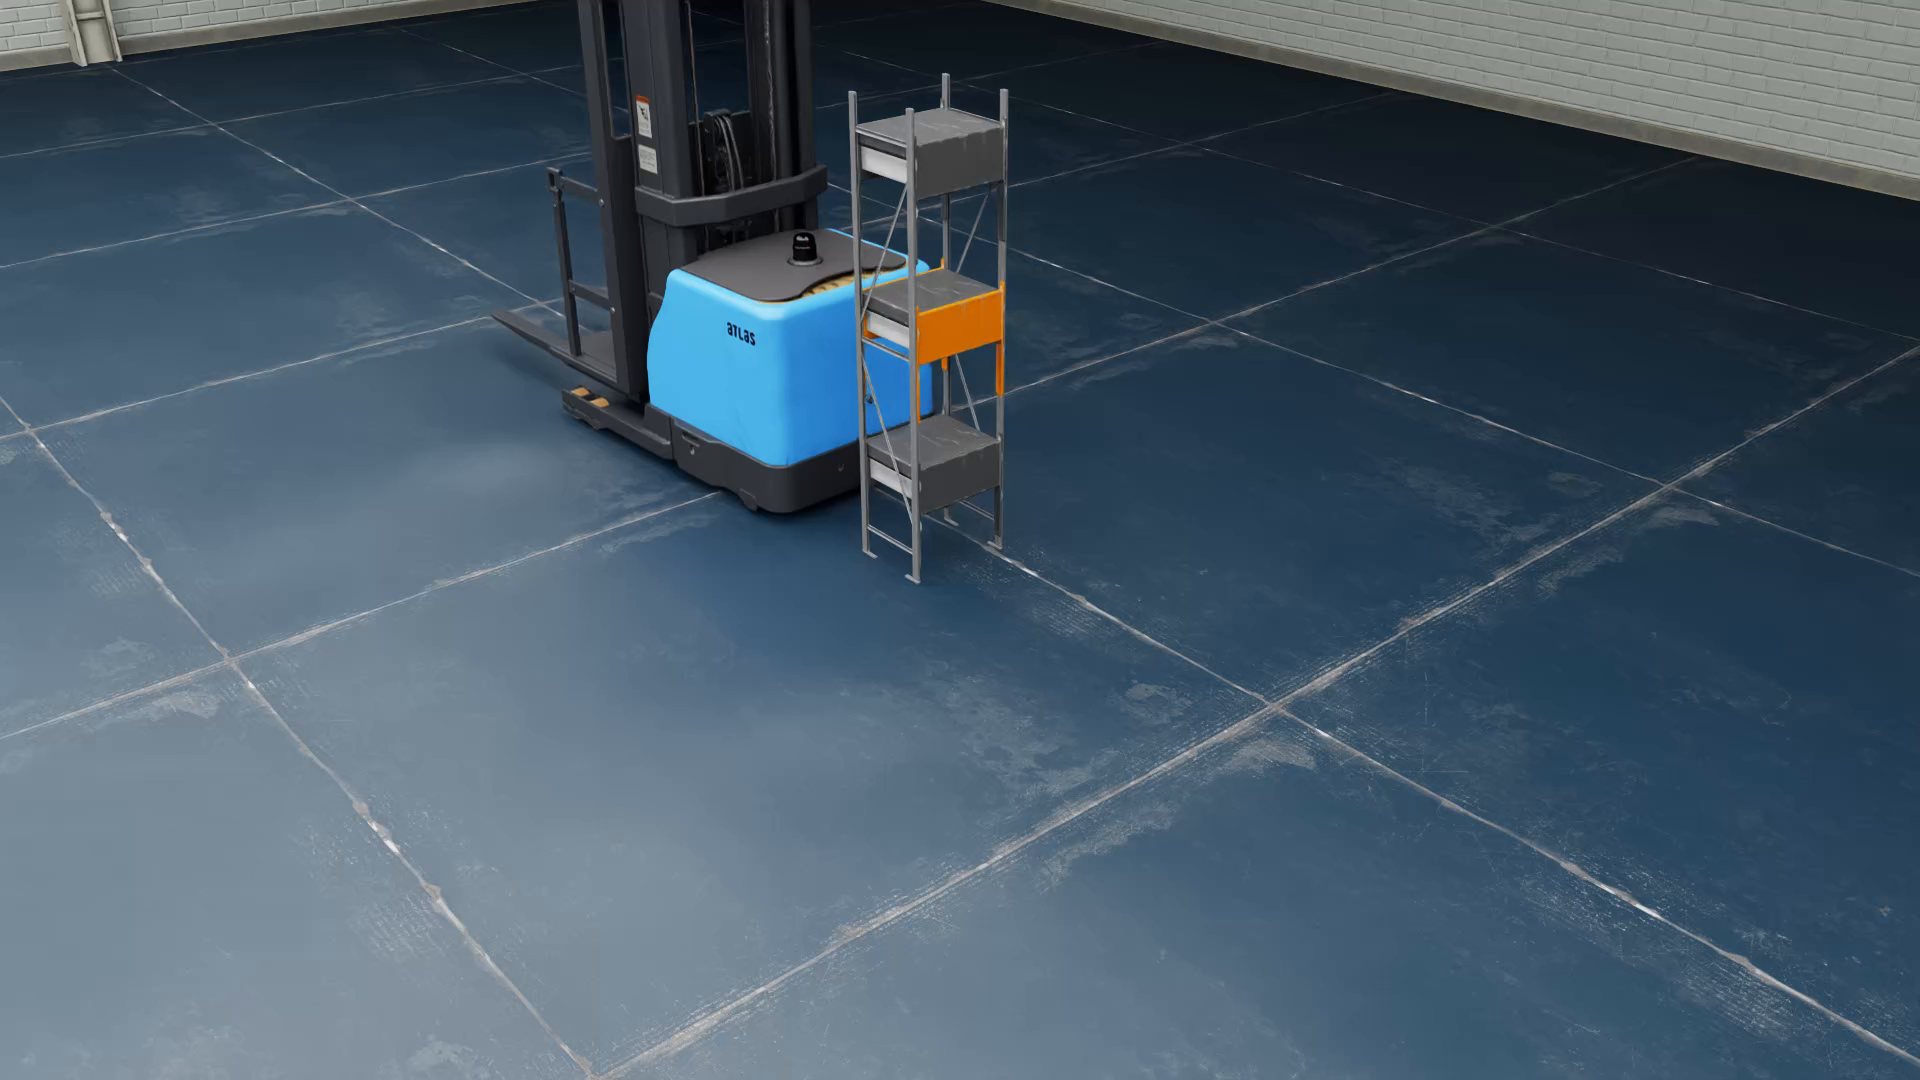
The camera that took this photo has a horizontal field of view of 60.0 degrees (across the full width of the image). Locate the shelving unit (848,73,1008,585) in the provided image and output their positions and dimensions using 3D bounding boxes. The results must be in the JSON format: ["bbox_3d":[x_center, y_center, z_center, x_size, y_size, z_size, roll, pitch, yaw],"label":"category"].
[{"bbox_3d":[-0.126,-0.875,7.160,0.503,2.100,0.431,-22,35,-35],"label":"shelving unit"}]

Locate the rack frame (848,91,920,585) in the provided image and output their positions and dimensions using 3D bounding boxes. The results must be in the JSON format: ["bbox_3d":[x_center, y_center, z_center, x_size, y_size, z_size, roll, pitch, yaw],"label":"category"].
[{"bbox_3d":[-0.312,-0.801,7.021,0.015,2.100,0.400,-22,35,-35],"label":"rack frame"}]

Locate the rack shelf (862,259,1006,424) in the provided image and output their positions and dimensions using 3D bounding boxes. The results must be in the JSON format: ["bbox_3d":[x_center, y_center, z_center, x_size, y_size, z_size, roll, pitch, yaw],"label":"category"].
[{"bbox_3d":[-0.126,-0.863,7.167,0.480,0.518,0.431,-22,35,-35],"label":"rack shelf"}]

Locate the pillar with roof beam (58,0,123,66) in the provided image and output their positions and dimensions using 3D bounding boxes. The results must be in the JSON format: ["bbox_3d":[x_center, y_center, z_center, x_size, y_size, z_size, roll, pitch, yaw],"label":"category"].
[{"bbox_3d":[-5.920,-7.266,11.800,0.400,9.000,9.100,-22,35,-35],"label":"pillar with roof beam"}]

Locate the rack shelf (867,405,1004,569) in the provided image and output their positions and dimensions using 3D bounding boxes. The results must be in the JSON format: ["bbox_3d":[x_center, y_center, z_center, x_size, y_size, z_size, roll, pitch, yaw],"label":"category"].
[{"bbox_3d":[-0.126,-0.246,7.497,0.480,0.518,0.431,-22,35,-35],"label":"rack shelf"}]

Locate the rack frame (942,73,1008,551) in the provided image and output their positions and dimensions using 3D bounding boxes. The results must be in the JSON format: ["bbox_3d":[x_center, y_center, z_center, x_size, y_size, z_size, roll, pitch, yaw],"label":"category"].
[{"bbox_3d":[0.060,-0.950,7.300,0.015,2.100,0.400,-22,35,-35],"label":"rack frame"}]

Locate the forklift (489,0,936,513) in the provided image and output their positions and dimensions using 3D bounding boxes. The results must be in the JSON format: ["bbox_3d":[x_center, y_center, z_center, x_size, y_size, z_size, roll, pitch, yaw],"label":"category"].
[{"bbox_3d":[-1.495,-2.025,8.429,1.130,2.935,3.031,-24,36,-37],"label":"forklift"}]

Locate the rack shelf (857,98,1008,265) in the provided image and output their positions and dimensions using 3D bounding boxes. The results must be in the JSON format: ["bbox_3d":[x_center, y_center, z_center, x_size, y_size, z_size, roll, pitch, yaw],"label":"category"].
[{"bbox_3d":[-0.126,-1.481,6.837,0.480,0.518,0.431,-22,35,-35],"label":"rack shelf"}]
